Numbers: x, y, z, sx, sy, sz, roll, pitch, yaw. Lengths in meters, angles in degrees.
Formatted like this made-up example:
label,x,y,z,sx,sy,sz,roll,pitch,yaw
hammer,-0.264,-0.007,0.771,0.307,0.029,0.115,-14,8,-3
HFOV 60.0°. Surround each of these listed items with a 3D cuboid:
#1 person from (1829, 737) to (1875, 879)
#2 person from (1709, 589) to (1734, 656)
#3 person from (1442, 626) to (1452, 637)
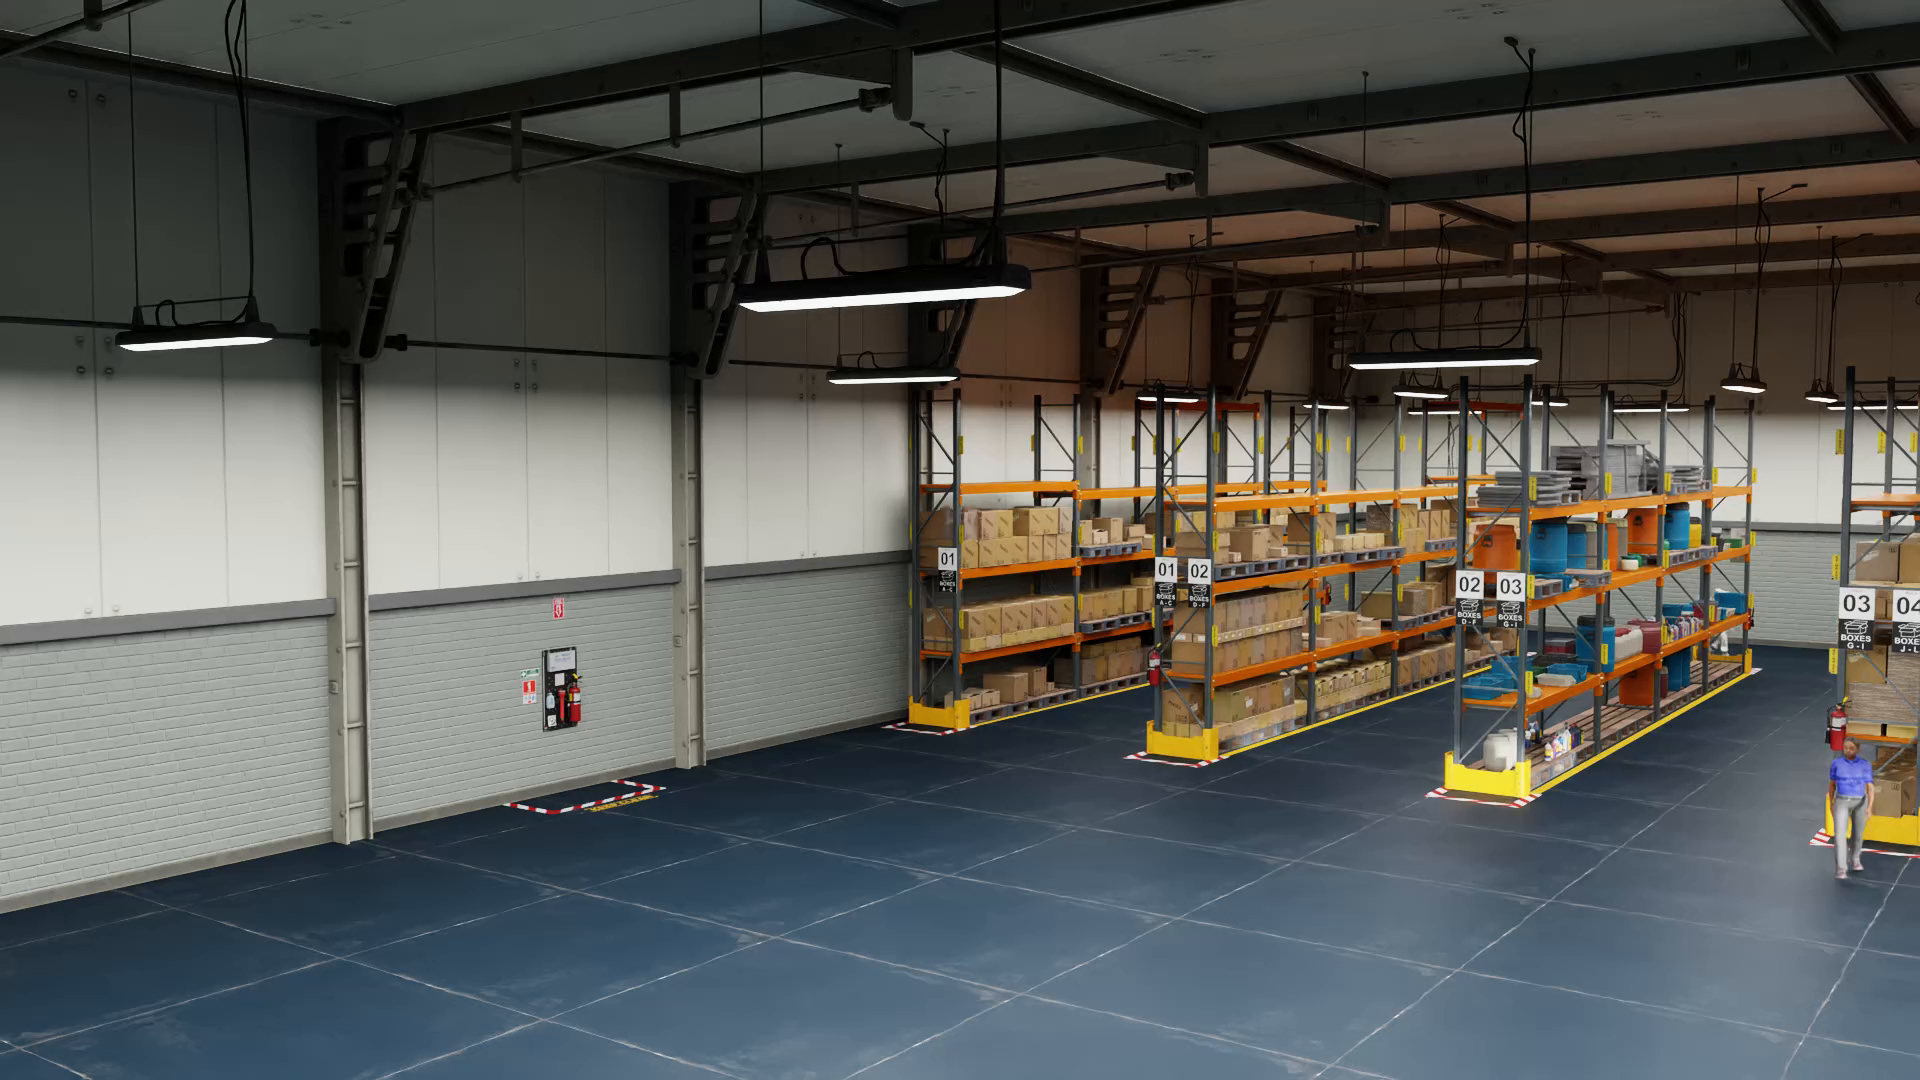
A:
label,x,y,z,sx,sy,sz,roll,pitch,yaw
person,10.306,3.091,19.229,0.468,1.578,0.980,2,4,28
person,17.654,1.959,38.631,0.541,1.677,1.054,-1,3,-12
person,12.448,1.798,42.262,0.478,1.627,0.355,-2,4,-35
